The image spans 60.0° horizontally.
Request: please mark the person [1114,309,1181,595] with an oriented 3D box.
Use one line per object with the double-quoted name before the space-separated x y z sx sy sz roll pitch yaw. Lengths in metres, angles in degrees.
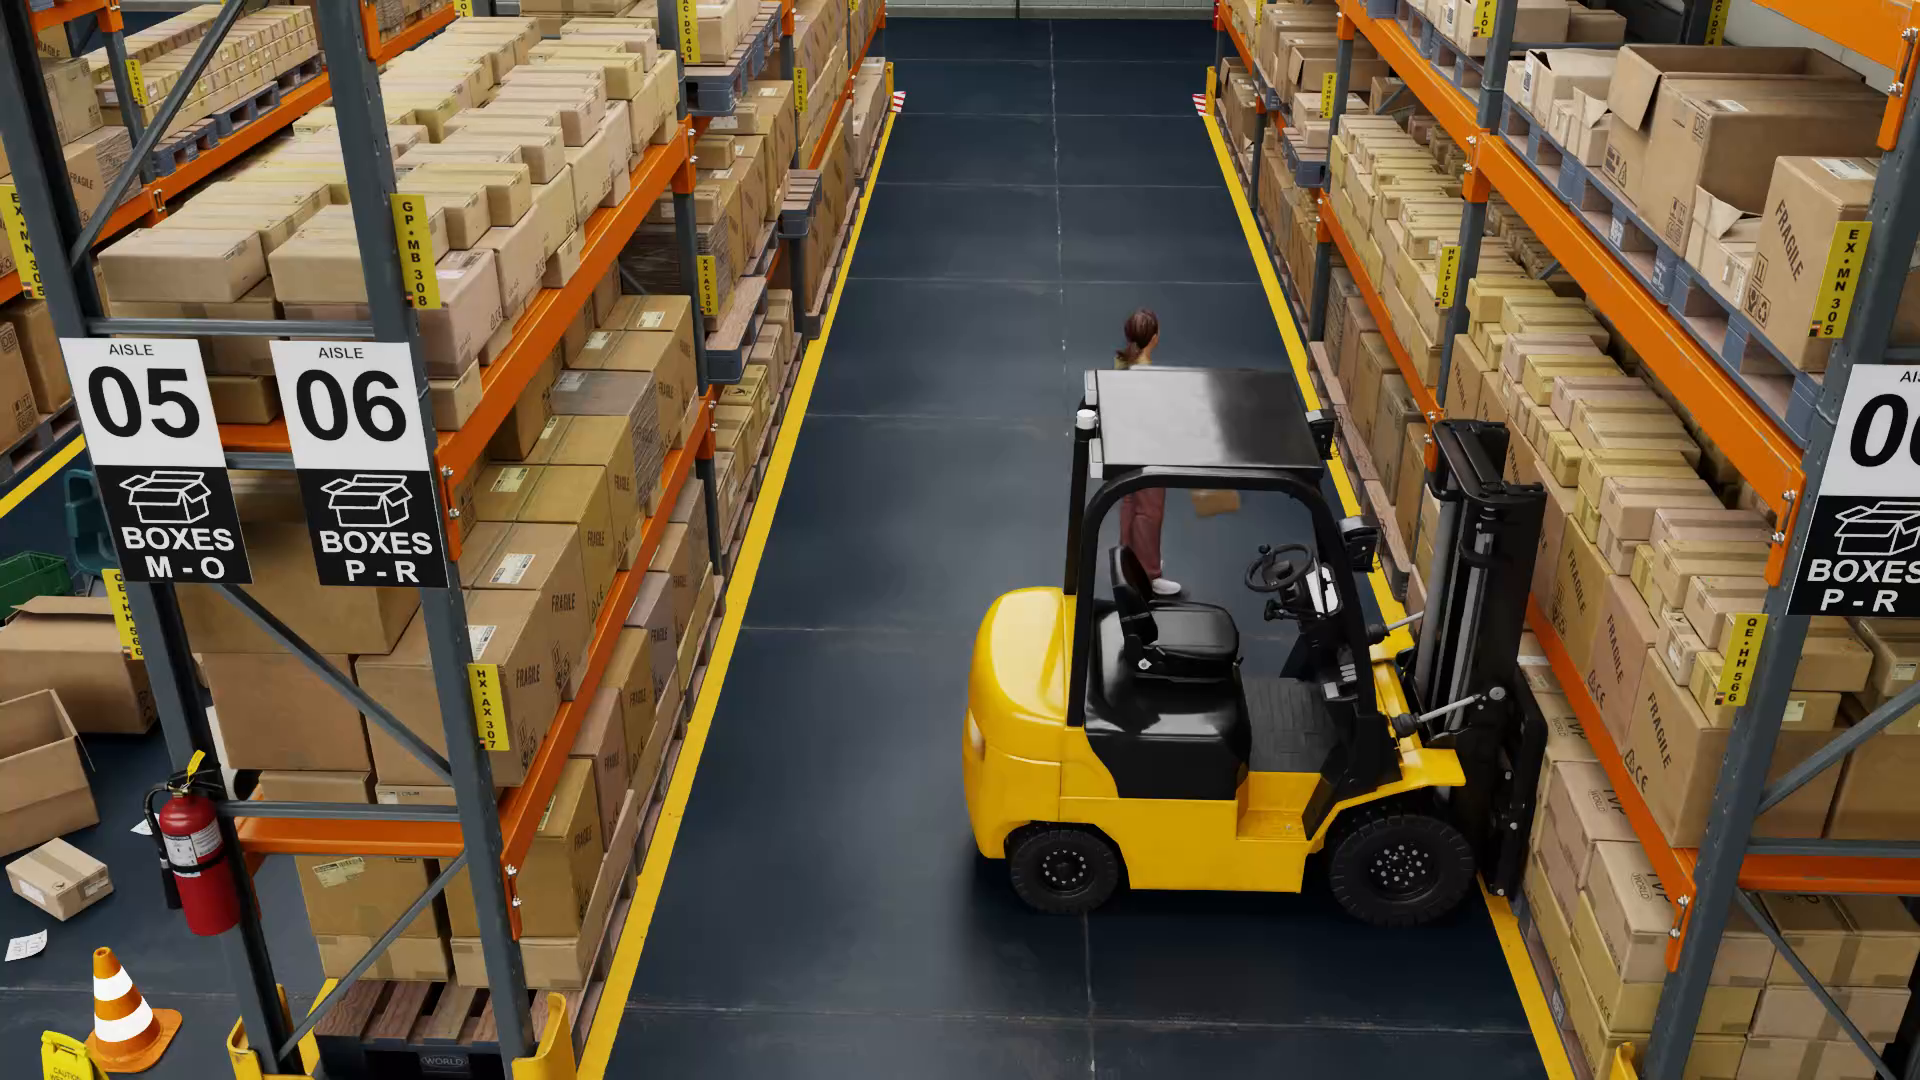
"person" 1.073 -0.512 9.560 0.410 1.680 0.534 -11 30 -20
